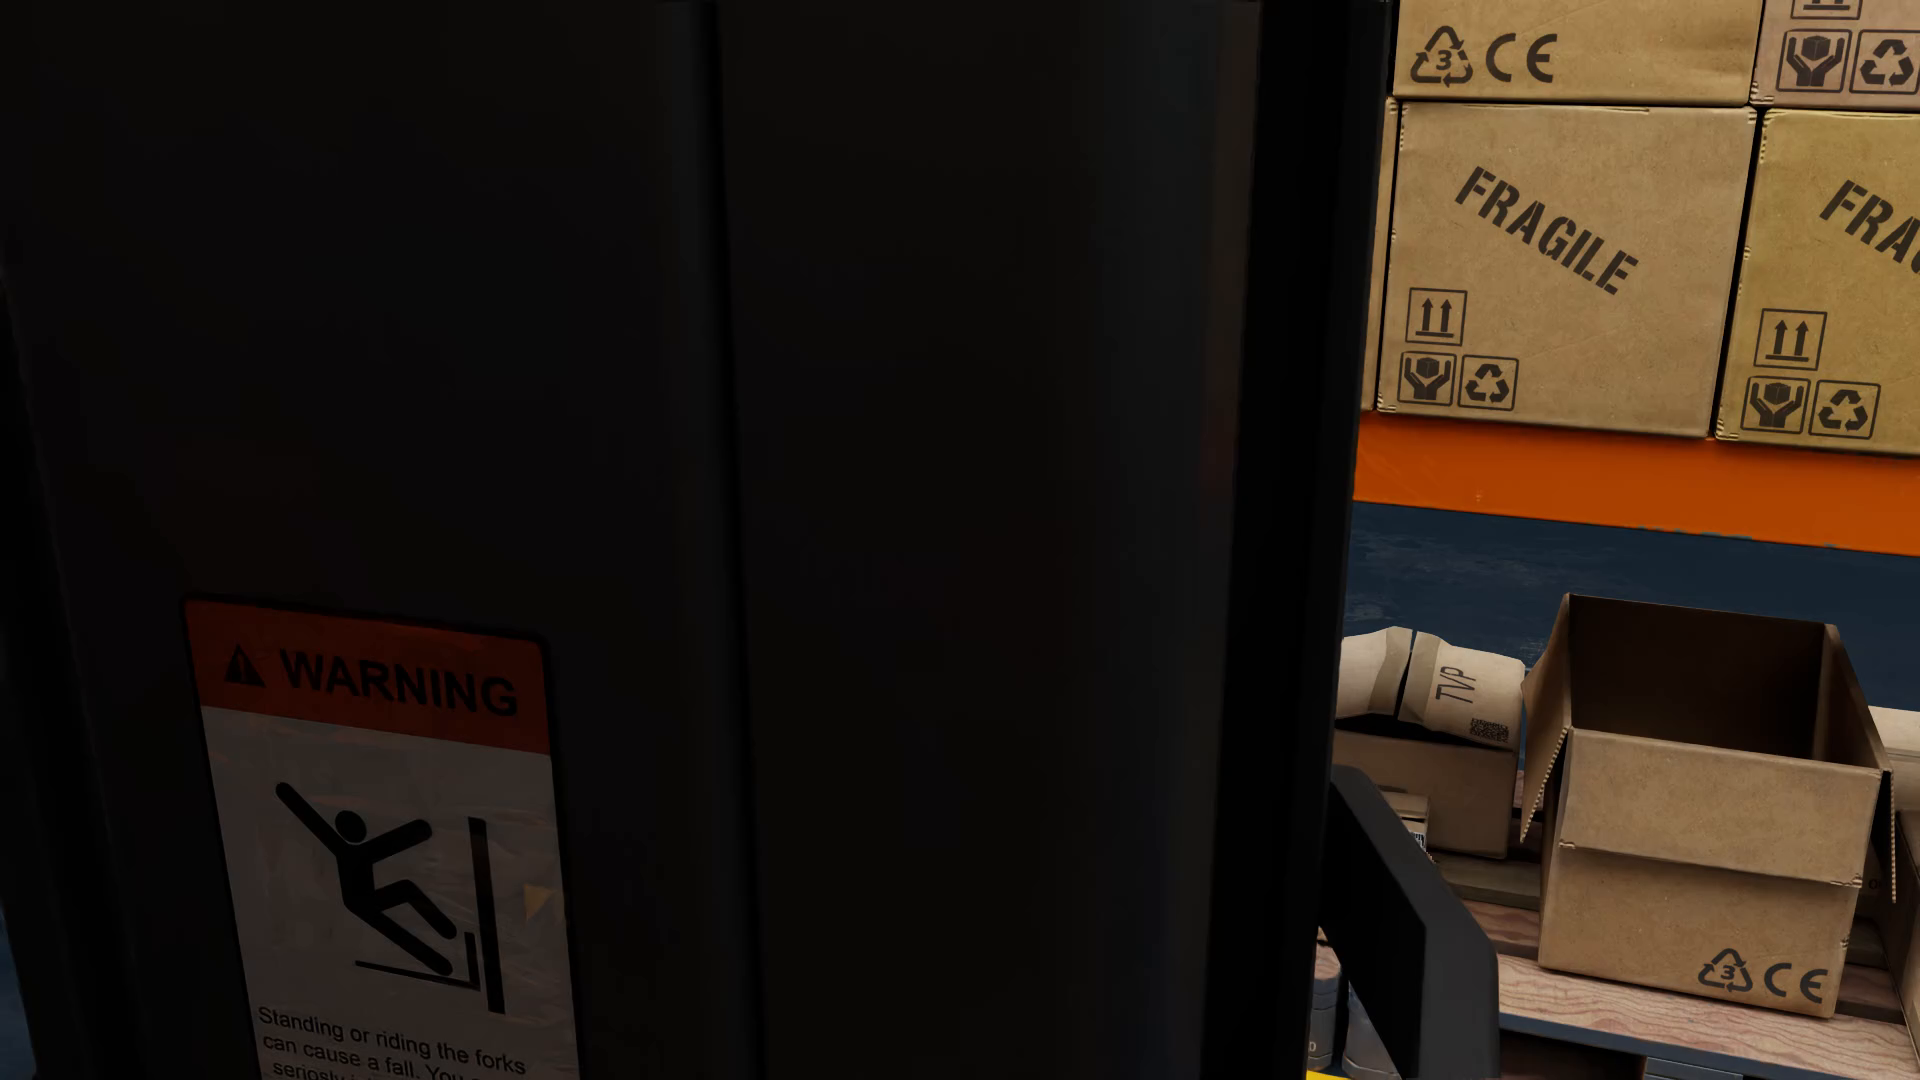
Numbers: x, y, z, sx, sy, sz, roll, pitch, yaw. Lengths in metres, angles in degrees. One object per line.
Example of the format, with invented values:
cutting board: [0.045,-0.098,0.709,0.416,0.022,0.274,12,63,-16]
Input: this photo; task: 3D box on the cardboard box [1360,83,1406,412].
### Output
cardboard box: [0.525,-0.548,2.939,0.500,0.500,0.500,7,20,19]

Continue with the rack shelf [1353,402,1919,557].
rack shelf: [1.538,-0.139,3.010,4.000,0.370,1.077,7,20,18]

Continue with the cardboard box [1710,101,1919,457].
cardboard box: [1.478,-0.439,2.625,0.500,0.500,0.500,6,20,17]

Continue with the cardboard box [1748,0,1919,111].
cardboard box: [1.462,-0.909,2.455,0.500,0.500,0.500,7,20,20]

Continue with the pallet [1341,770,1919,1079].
pallet: [1.453,0.828,3.381,1.213,0.211,1.003,7,20,18]

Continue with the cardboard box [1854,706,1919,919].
cardboard box: [2.062,0.573,3.384,0.500,0.250,0.500,7,20,18]

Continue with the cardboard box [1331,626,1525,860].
cardboard box: [0.988,0.422,3.726,0.500,0.311,0.500,7,20,18]

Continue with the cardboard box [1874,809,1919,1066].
cardboard box: [1.945,0.734,2.922,0.500,0.250,0.500,7,20,18]

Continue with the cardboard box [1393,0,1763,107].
cardboard box: [0.974,-0.964,2.615,0.500,0.500,0.500,6,20,16]

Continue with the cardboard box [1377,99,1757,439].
cardboard box: [0.997,-0.493,2.782,0.500,0.500,0.500,6,20,18]

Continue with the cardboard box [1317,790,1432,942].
cardboard box: [0.794,0.638,3.324,0.250,0.166,0.380,7,20,18]

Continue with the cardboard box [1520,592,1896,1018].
cardboard box: [1.425,0.478,3.273,0.637,0.503,0.797,7,20,18]

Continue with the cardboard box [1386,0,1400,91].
cardboard box: [0.489,-1.020,2.774,0.500,0.500,0.500,6,20,16]

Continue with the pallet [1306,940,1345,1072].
pallet: [0.297,0.697,3.757,1.213,0.211,1.003,7,20,18]
